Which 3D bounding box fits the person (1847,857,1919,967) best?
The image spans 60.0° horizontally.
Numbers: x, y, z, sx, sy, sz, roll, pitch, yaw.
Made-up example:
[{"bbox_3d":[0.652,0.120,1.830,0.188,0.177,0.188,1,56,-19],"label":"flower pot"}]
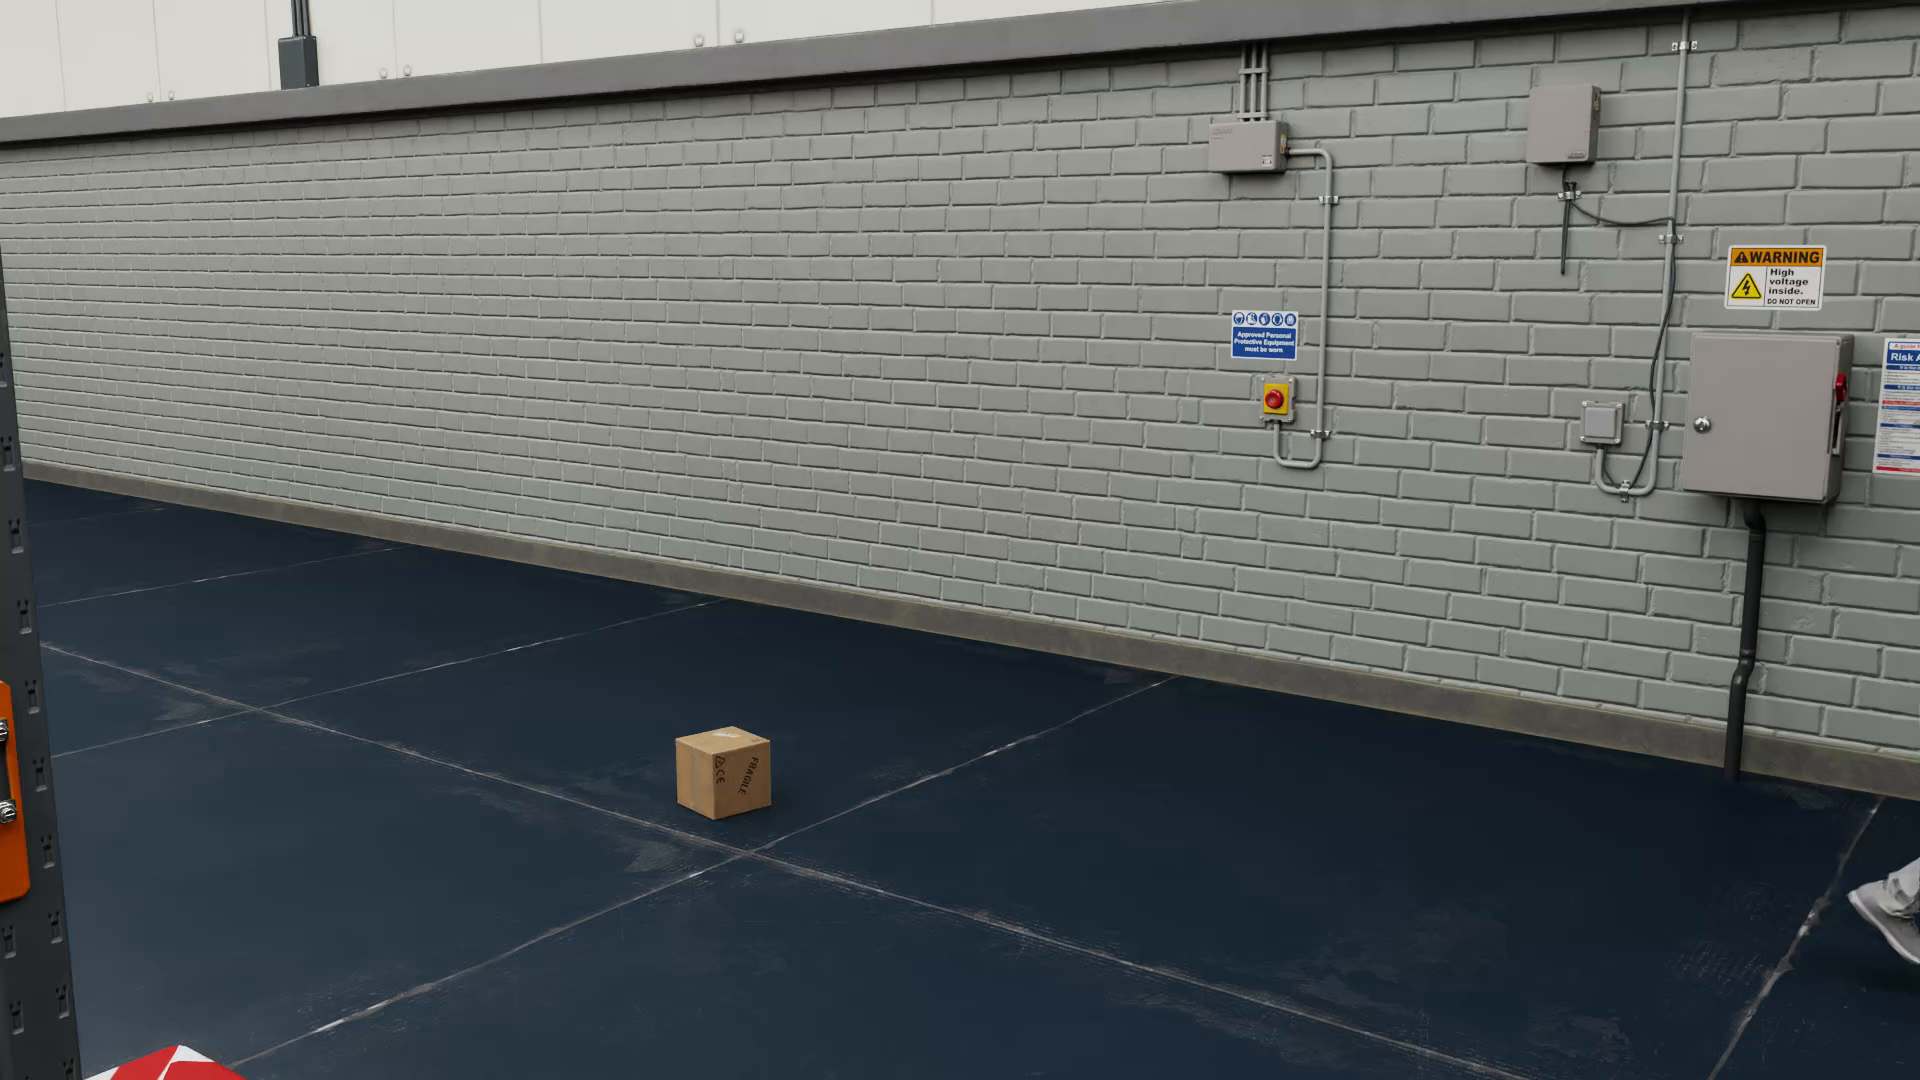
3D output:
[{"bbox_3d":[2.753,0.445,4.210,0.837,1.657,0.480,8,12,37],"label":"person"}]
